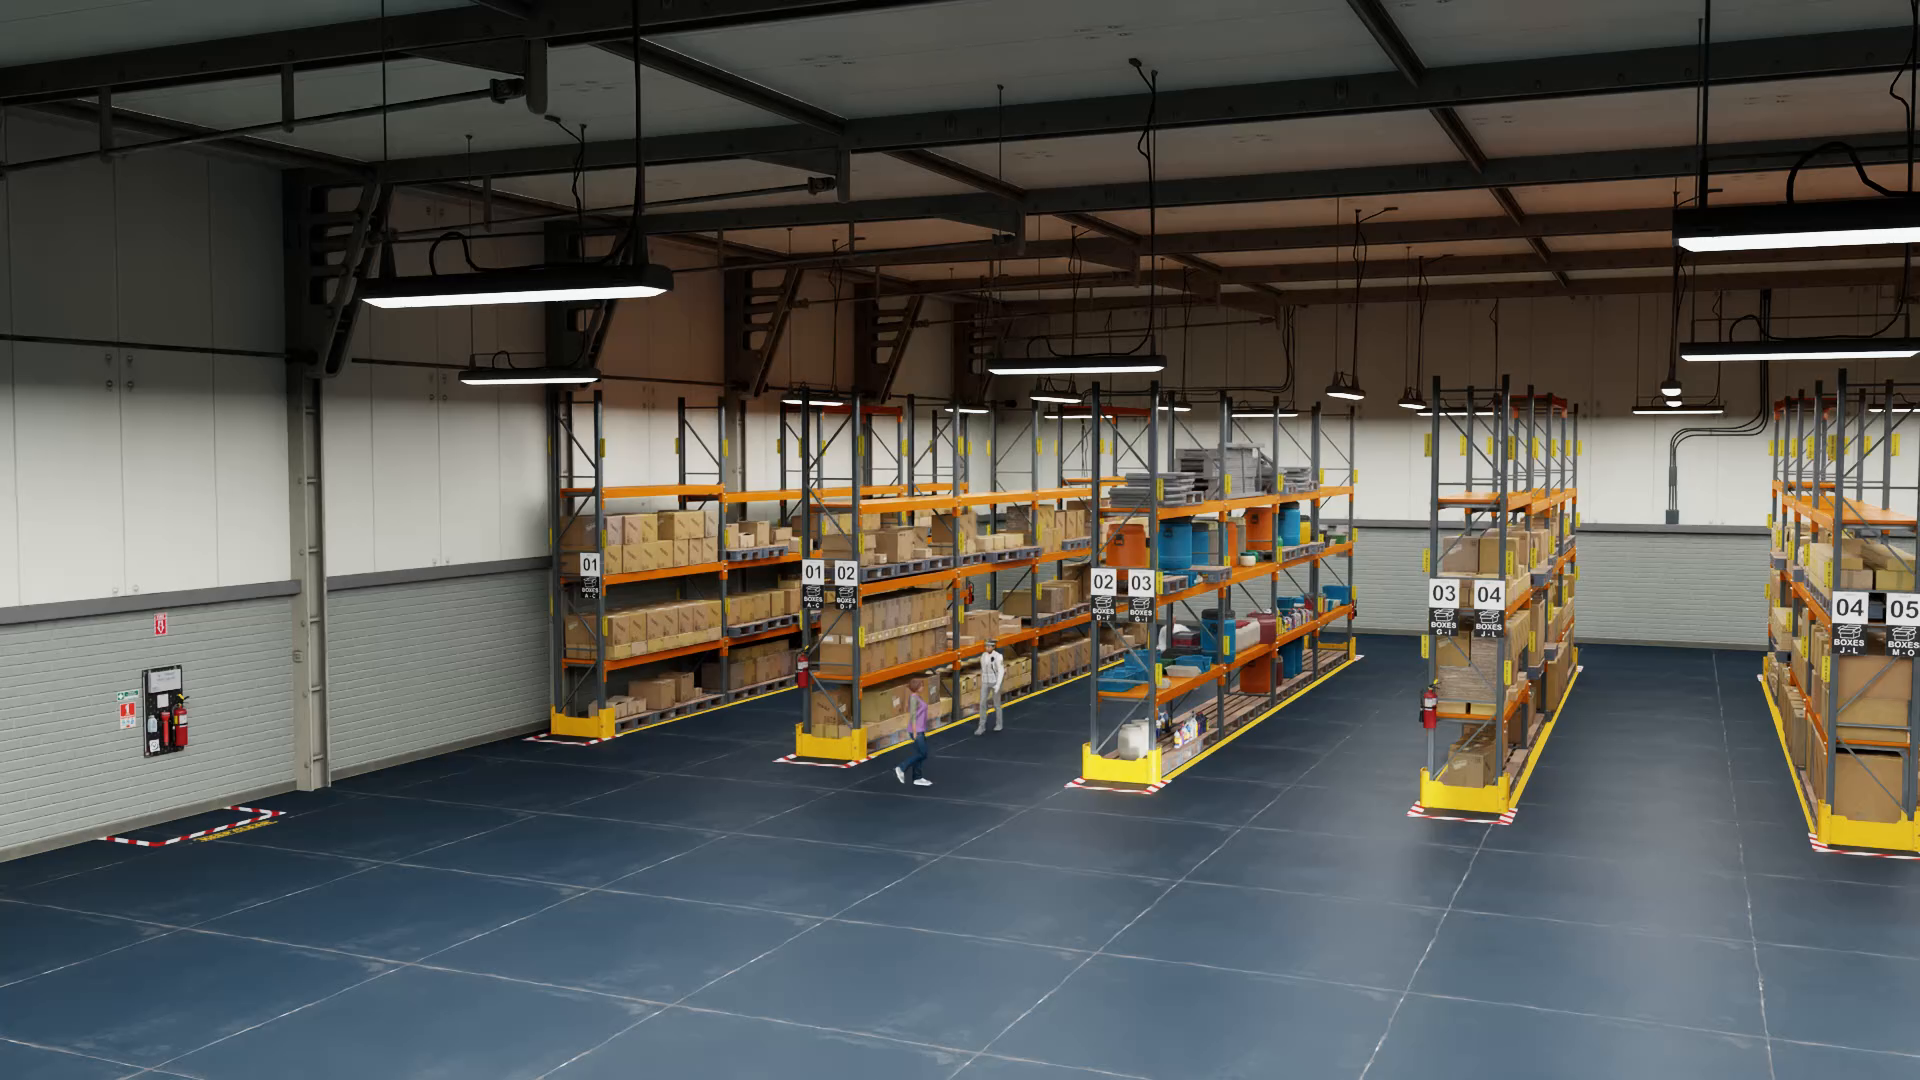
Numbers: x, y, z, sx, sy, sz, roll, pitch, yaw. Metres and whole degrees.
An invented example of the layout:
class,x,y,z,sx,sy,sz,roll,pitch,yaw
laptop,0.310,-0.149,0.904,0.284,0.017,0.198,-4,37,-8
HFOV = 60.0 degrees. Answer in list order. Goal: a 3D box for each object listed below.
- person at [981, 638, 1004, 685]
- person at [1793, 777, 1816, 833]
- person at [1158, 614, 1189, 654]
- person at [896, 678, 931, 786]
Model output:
class,x,y,z,sx,sy,sz,roll,pitch,yaw
person,0.564,2.130,29.258,0.535,0.825,0.347,2,4,33
person,15.656,2.962,22.679,8.584,1.589,3.941,1,3,11
person,4.374,2.310,33.620,0.752,1.689,0.646,2,4,35
person,-0.682,2.834,24.555,0.521,1.594,0.437,0,3,6
